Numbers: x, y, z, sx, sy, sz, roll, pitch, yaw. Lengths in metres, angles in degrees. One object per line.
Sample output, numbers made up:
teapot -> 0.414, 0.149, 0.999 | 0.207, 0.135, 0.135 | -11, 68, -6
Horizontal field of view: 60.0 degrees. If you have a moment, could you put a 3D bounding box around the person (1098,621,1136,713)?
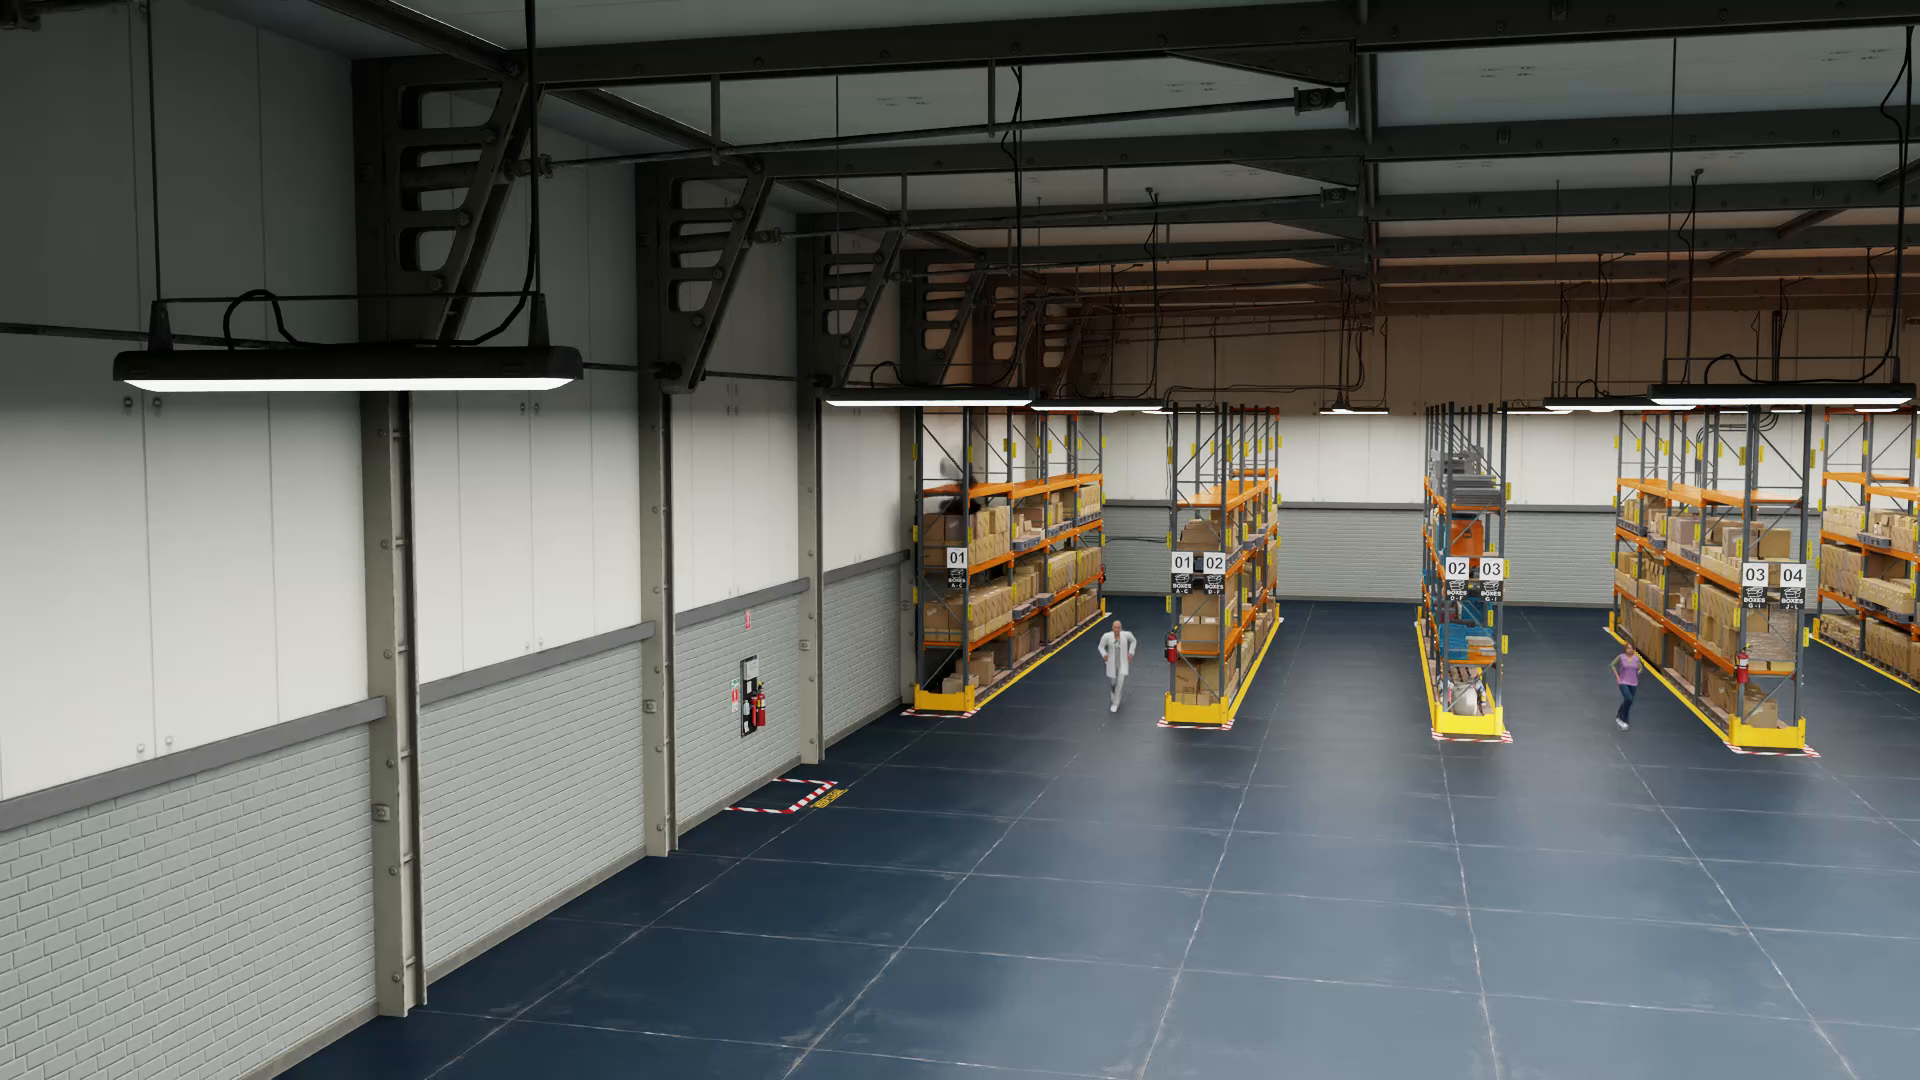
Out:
person -> 3.086, 2.436, 32.614 | 0.743, 1.739, 1.149 | 0, 4, 4

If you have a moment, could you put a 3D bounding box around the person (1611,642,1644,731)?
person -> 12.263, 2.685, 30.510 | 0.506, 1.638, 0.697 | 0, 4, -2
